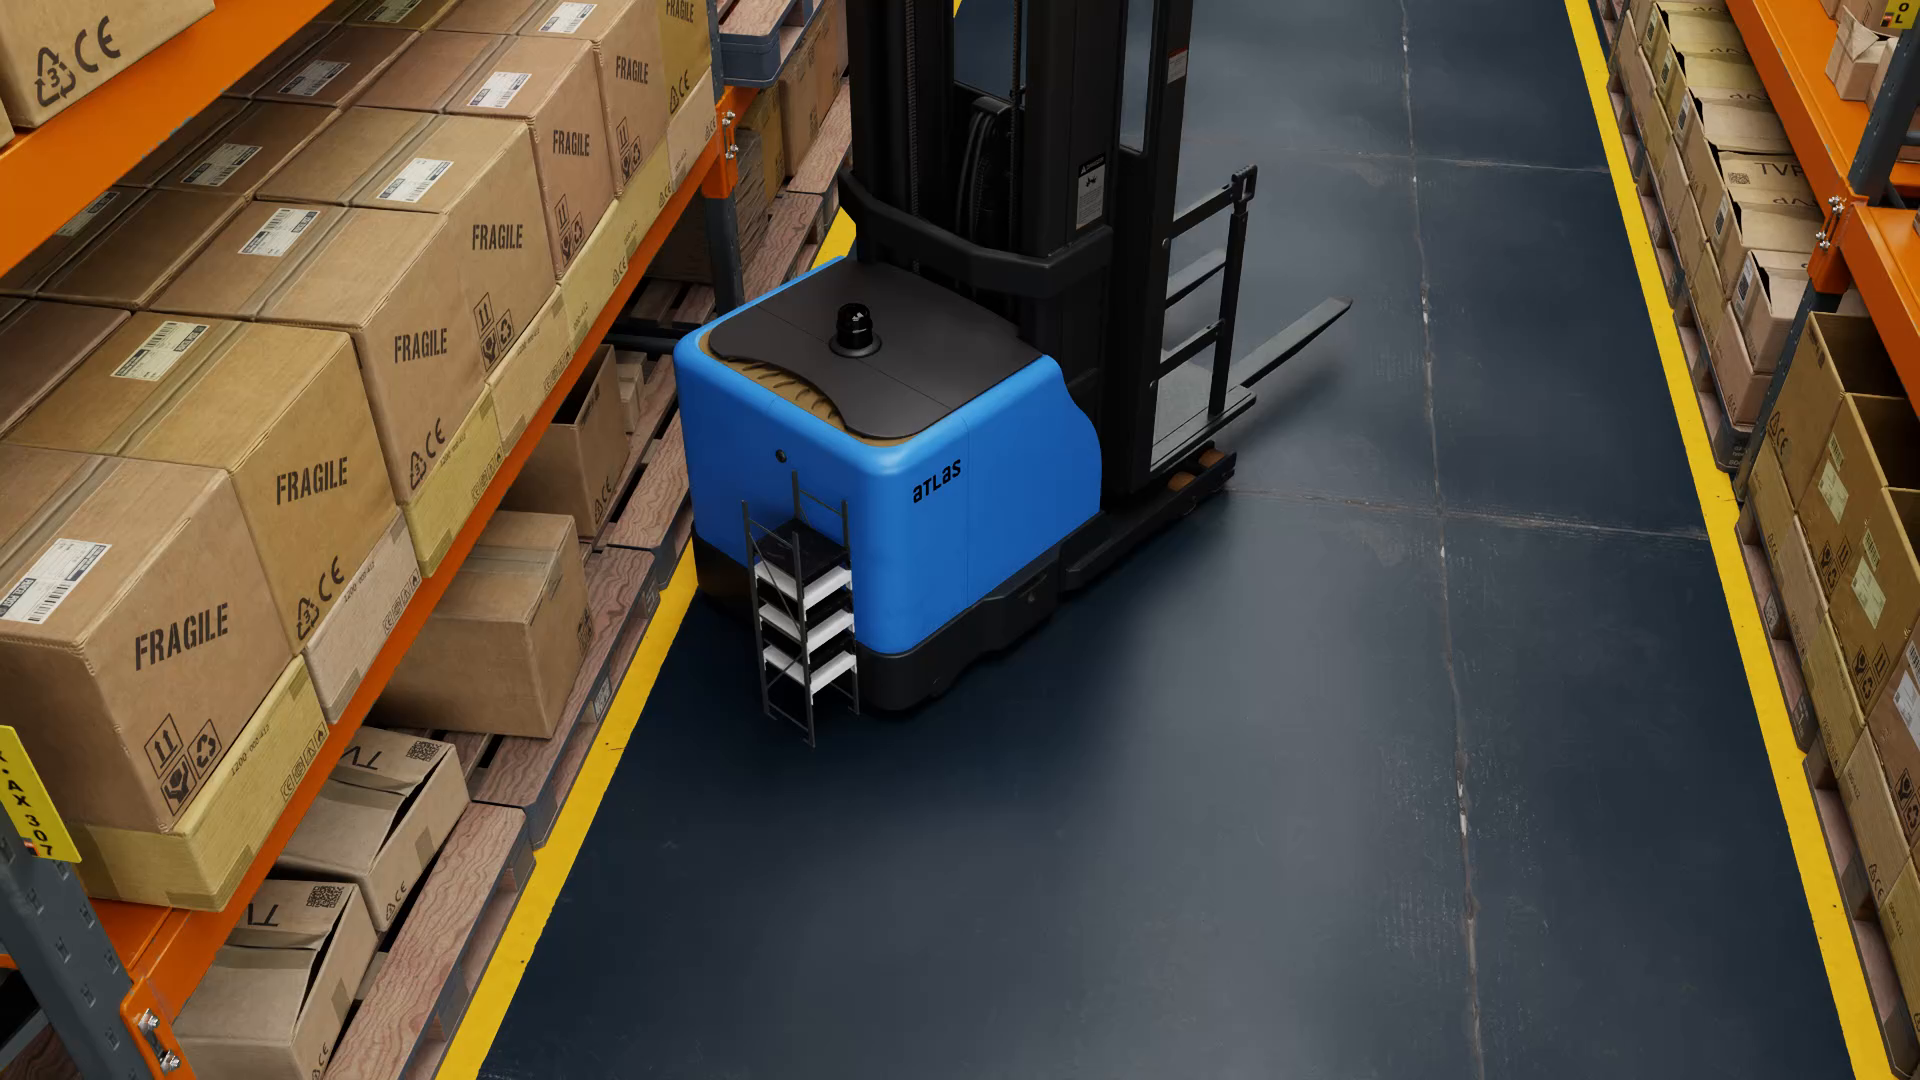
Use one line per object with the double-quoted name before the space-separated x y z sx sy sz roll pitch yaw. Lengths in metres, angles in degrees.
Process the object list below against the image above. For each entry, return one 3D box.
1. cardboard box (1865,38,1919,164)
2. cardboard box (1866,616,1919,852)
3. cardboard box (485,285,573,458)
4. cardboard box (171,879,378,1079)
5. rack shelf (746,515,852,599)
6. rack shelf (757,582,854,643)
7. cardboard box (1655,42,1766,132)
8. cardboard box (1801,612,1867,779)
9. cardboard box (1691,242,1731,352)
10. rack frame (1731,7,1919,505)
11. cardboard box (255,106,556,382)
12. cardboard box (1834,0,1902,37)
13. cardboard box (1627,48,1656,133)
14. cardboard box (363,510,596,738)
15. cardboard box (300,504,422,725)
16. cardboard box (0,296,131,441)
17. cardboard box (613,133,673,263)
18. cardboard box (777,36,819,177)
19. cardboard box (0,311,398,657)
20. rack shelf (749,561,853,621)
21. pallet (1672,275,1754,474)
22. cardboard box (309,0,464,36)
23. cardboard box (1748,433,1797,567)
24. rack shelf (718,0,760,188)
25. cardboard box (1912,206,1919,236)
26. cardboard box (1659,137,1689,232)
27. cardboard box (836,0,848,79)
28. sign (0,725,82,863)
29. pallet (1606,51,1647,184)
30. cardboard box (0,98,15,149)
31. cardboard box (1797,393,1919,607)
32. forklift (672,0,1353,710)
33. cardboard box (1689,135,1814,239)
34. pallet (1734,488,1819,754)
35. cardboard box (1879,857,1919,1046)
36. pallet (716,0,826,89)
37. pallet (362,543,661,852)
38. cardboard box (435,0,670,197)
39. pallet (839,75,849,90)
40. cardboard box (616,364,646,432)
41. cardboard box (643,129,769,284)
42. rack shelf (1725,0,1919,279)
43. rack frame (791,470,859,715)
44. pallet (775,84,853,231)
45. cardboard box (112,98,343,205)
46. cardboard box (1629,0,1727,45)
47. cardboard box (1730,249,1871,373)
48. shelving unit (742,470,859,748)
"cardboard box" 3.545 -1.534 5.869 0.500 0.250 0.500 9 40 10
"cardboard box" 2.857 0.529 4.496 0.500 0.500 0.500 6 40 8
"cardboard box" -1.412 -0.497 4.599 0.500 0.250 0.500 7 40 8
"cardboard box" -1.860 1.131 4.293 0.500 0.311 0.500 2 40 3
"rack shelf" -0.495 0.050 5.112 0.258 0.077 0.200 30 48 31
"rack shelf" -0.495 0.188 5.227 0.258 0.077 0.200 30 48 31
"cardboard box" 3.642 -2.160 7.897 0.500 0.311 0.500 5 40 6
"cardboard box" 2.941 0.504 5.115 0.500 0.250 0.500 6 40 8
"cardboard box" 3.378 -0.990 6.922 0.500 0.250 0.500 6 40 7
"rack frame" 3.503 -1.278 5.442 1.000 3.000 0.127 6 40 8
"cardboard box" -1.422 -0.775 4.347 0.500 0.500 0.500 8 40 9
"cardboard box" 3.743 -2.128 6.391 0.500 0.500 0.500 9 40 11
"cardboard box" 3.729 -2.279 8.481 0.500 0.250 0.500 5 40 6
"cardboard box" -1.586 0.245 5.216 0.700 0.500 0.500 4 40 5
"cardboard box" -1.596 0.140 3.829 0.500 0.250 0.500 5 40 6
"cardboard box" -2.100 -0.185 3.633 0.500 0.500 0.500 7 40 8
"cardboard box" -1.254 -1.130 5.364 0.500 0.250 0.500 7 40 8
"cardboard box" -1.098 -2.138 8.098 0.700 0.500 0.500 7 40 8
"cardboard box" -1.595 -0.126 3.562 0.500 0.500 0.500 7 40 8
"rack shelf" -0.495 0.119 5.170 0.258 0.077 0.200 30 48 31
"pallet" 3.592 -0.670 6.895 1.003 0.211 1.213 6 40 8
"cardboard box" -1.757 -1.465 5.181 0.500 0.500 0.500 6 40 7
"cardboard box" 3.124 -0.123 5.873 0.500 0.250 0.500 6 40 8
"rack shelf" -1.031 -2.800 7.847 1.077 0.370 4.000 6 40 8
"cardboard box" 3.432 -1.038 5.073 0.700 0.500 0.500 5 40 7
"cardboard box" 3.556 -1.630 7.696 0.500 0.250 0.500 7 40 9
"cardboard box" -0.961 -2.771 8.864 0.700 0.500 0.500 6 40 8
"sign" -1.534 0.414 2.716 0.100 0.325 0.005 6 40 8
"pallet" 4.014 -2.202 8.747 1.003 0.211 1.213 6 40 8
"cardboard box" -1.765 -0.696 2.290 0.500 0.500 0.500 7 40 9
"cardboard box" 3.036 -0.098 5.255 0.500 0.500 0.500 6 40 8
"forklift" 0.422 -1.423 5.671 1.130 2.935 3.031 30 48 31
"cardboard box" 3.463 -1.523 7.126 0.500 0.311 0.500 6 40 8
"pallet" 3.324 0.291 5.733 1.003 0.211 1.213 6 40 8
"cardboard box" 2.772 1.132 4.356 0.500 0.250 0.500 6 40 8
"pallet" -1.101 -2.212 6.722 1.003 0.211 1.213 6 40 8
"pallet" -1.667 0.446 5.545 1.003 0.211 1.213 6 40 8
"cardboard box" -1.235 -1.416 5.123 0.500 0.500 0.500 6 40 7
"pallet" -0.821 -2.768 9.432 1.003 0.211 1.213 6 40 8
"cardboard box" -1.440 -0.561 6.452 0.380 0.166 0.250 2 40 2
"cardboard box" -1.266 -1.492 7.317 0.700 0.500 0.500 8 40 9
"rack shelf" 3.849 -2.256 7.189 1.077 0.370 4.000 6 40 8
"rack frame" -0.426 0.184 5.321 0.240 0.900 0.006 30 48 31
"pallet" -1.035 -2.004 8.508 1.003 0.211 1.213 6 40 8
"cardboard box" -1.927 -0.826 4.408 0.500 0.500 0.500 7 40 8
"cardboard box" 3.815 -2.811 8.684 0.500 0.311 0.500 8 40 9
"cardboard box" 3.291 -0.882 6.351 0.500 0.311 0.500 6 40 8
"shelving unit" -0.495 0.232 5.263 0.258 0.900 0.210 30 48 31
